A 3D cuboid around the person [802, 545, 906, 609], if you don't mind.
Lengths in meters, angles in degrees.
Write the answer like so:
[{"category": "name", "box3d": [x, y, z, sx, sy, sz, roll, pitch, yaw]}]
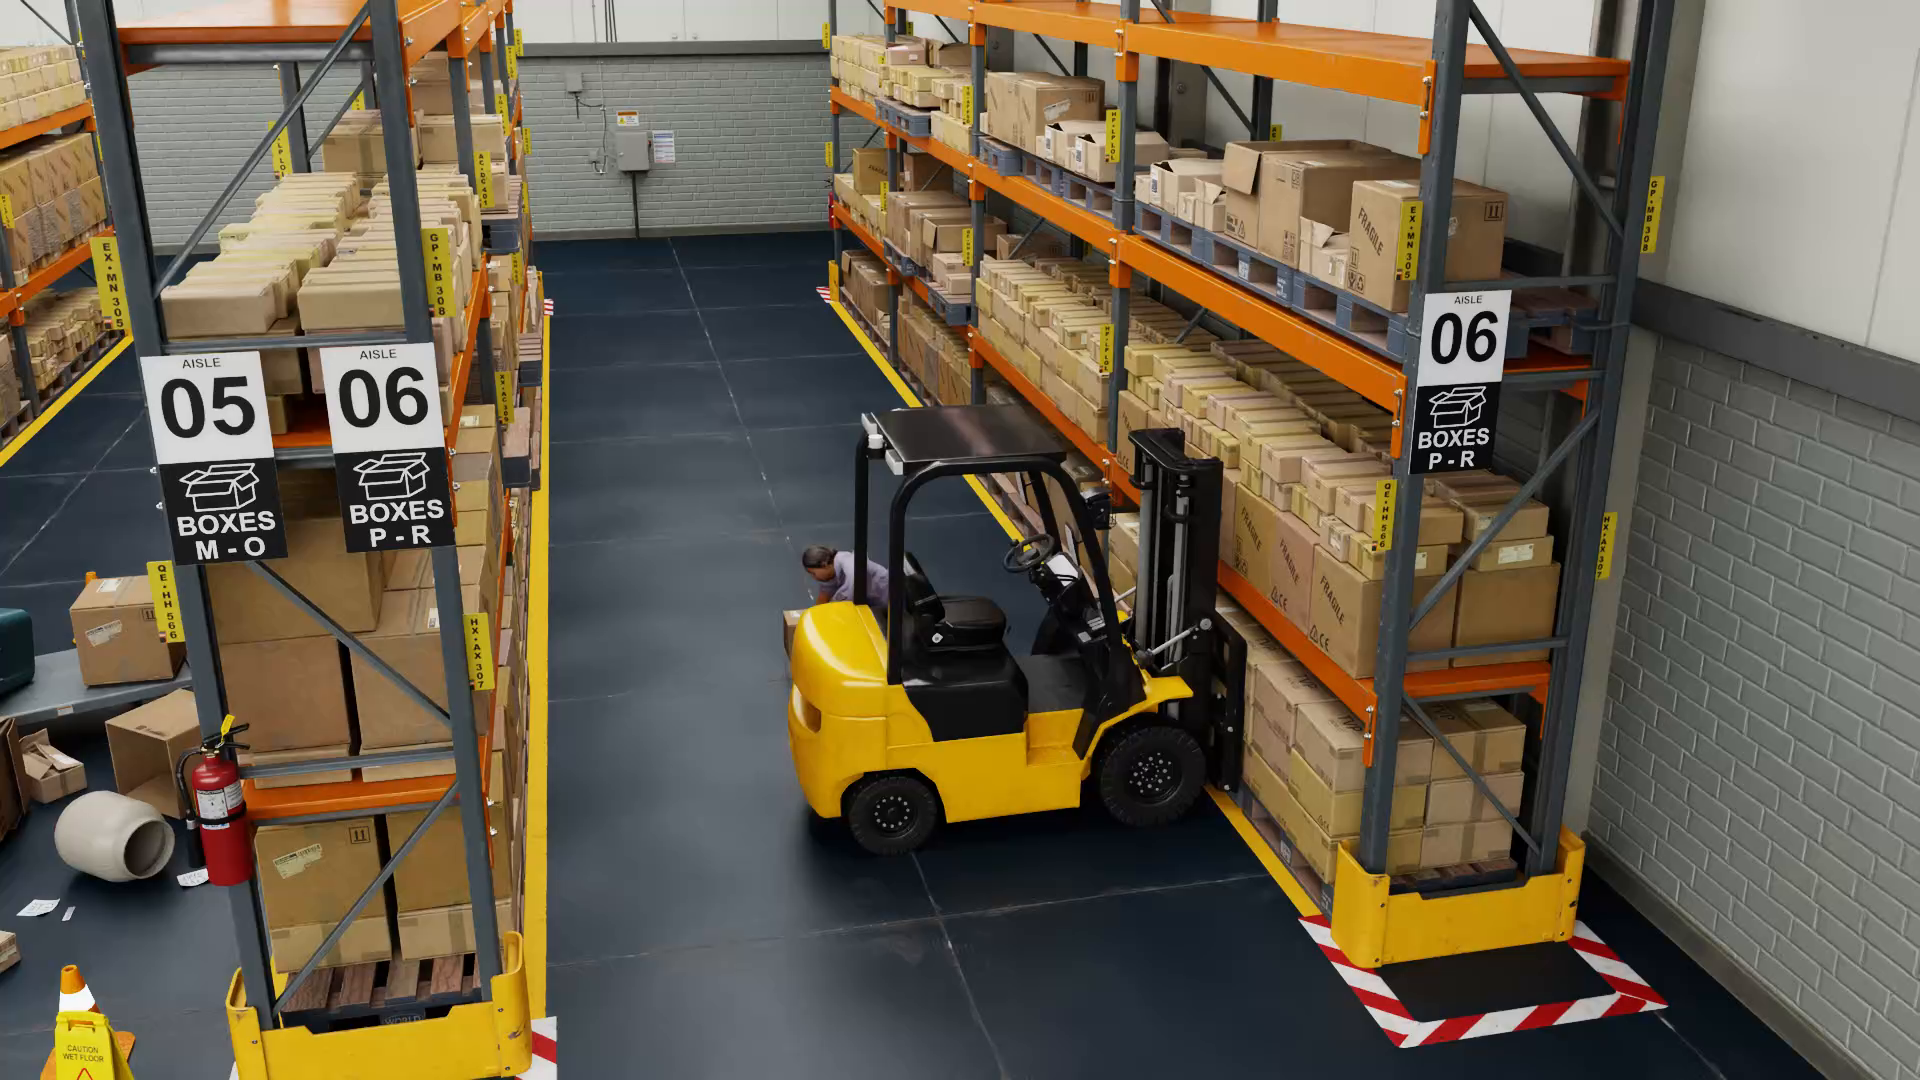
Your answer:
[{"category": "person", "box3d": [-0.655, 0.454, 10.857, 0.825, 0.961, 0.525, -5, 20, -13]}]
